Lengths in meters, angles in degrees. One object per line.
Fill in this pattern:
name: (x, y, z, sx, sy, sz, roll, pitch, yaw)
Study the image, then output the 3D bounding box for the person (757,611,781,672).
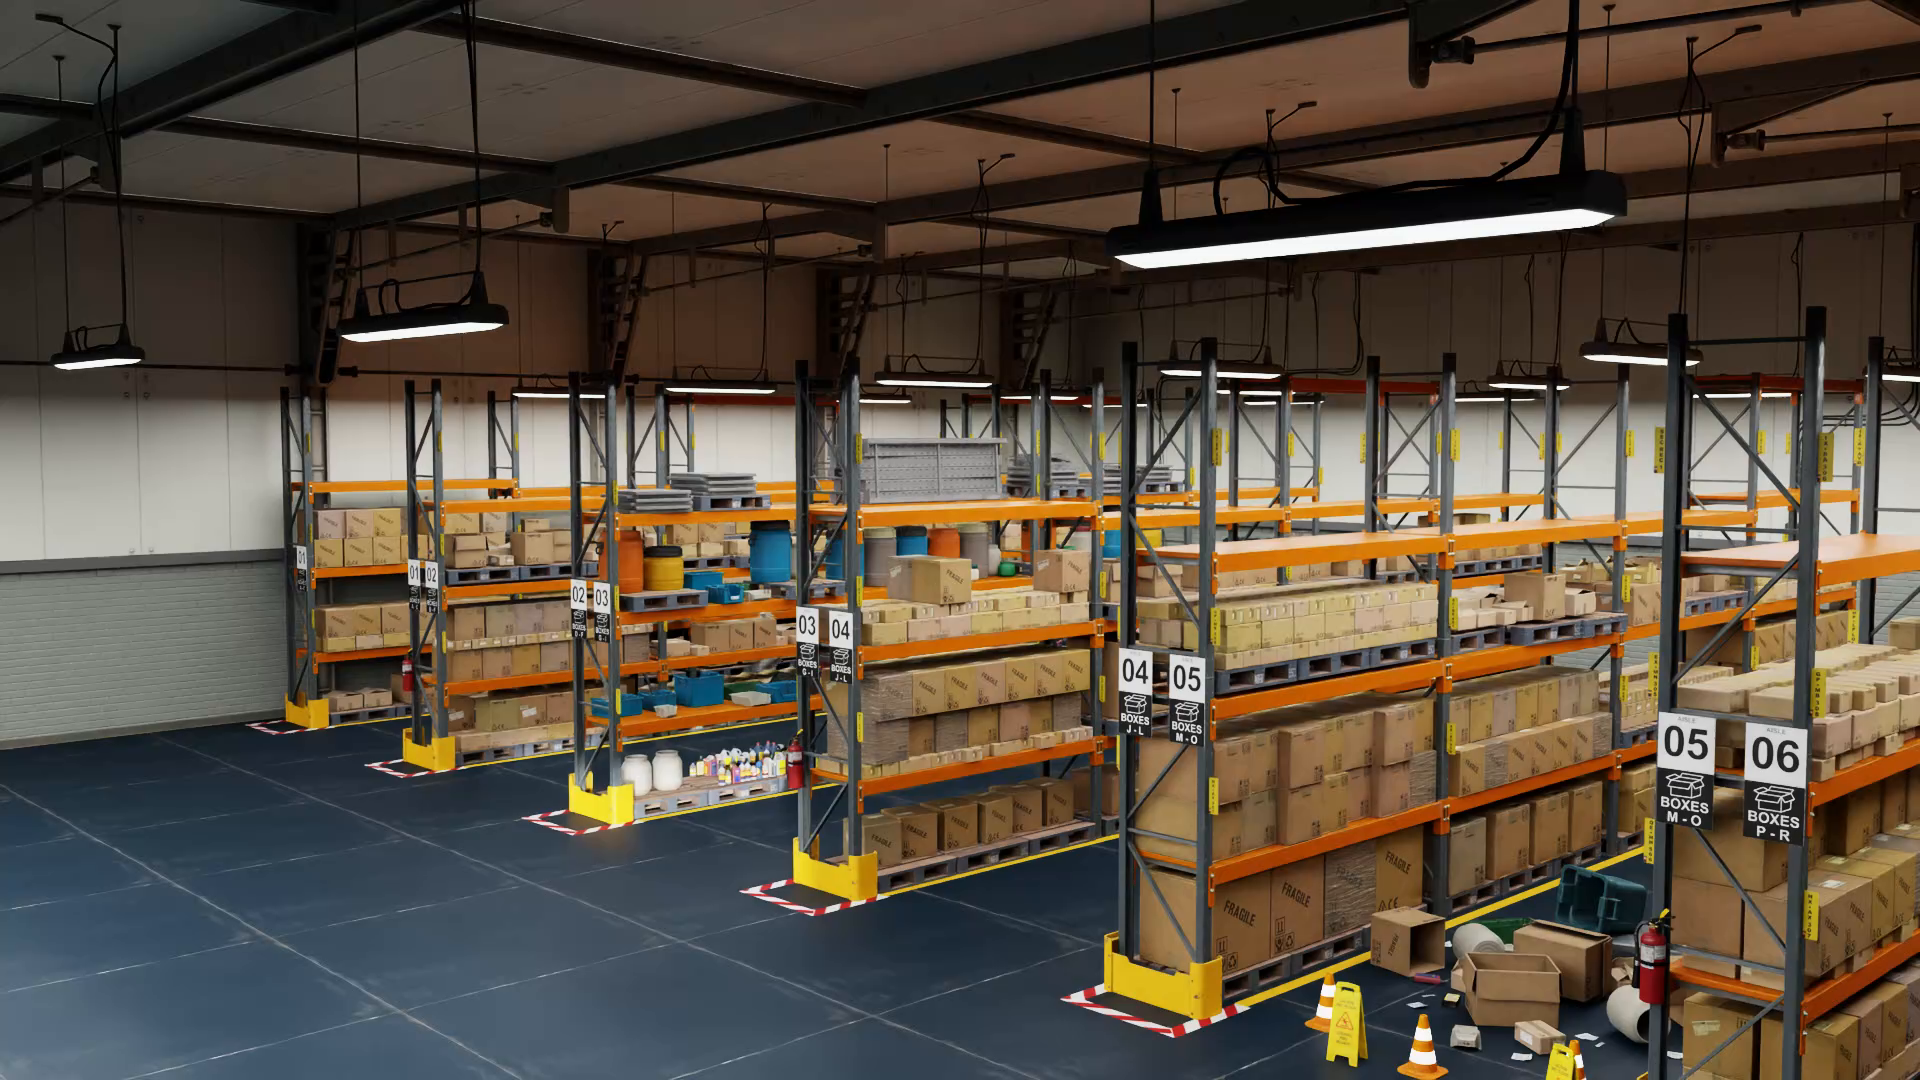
person: (-3.967, 1.954, 34.228, 0.493, 1.647, 0.570, -2, 4, -27)
